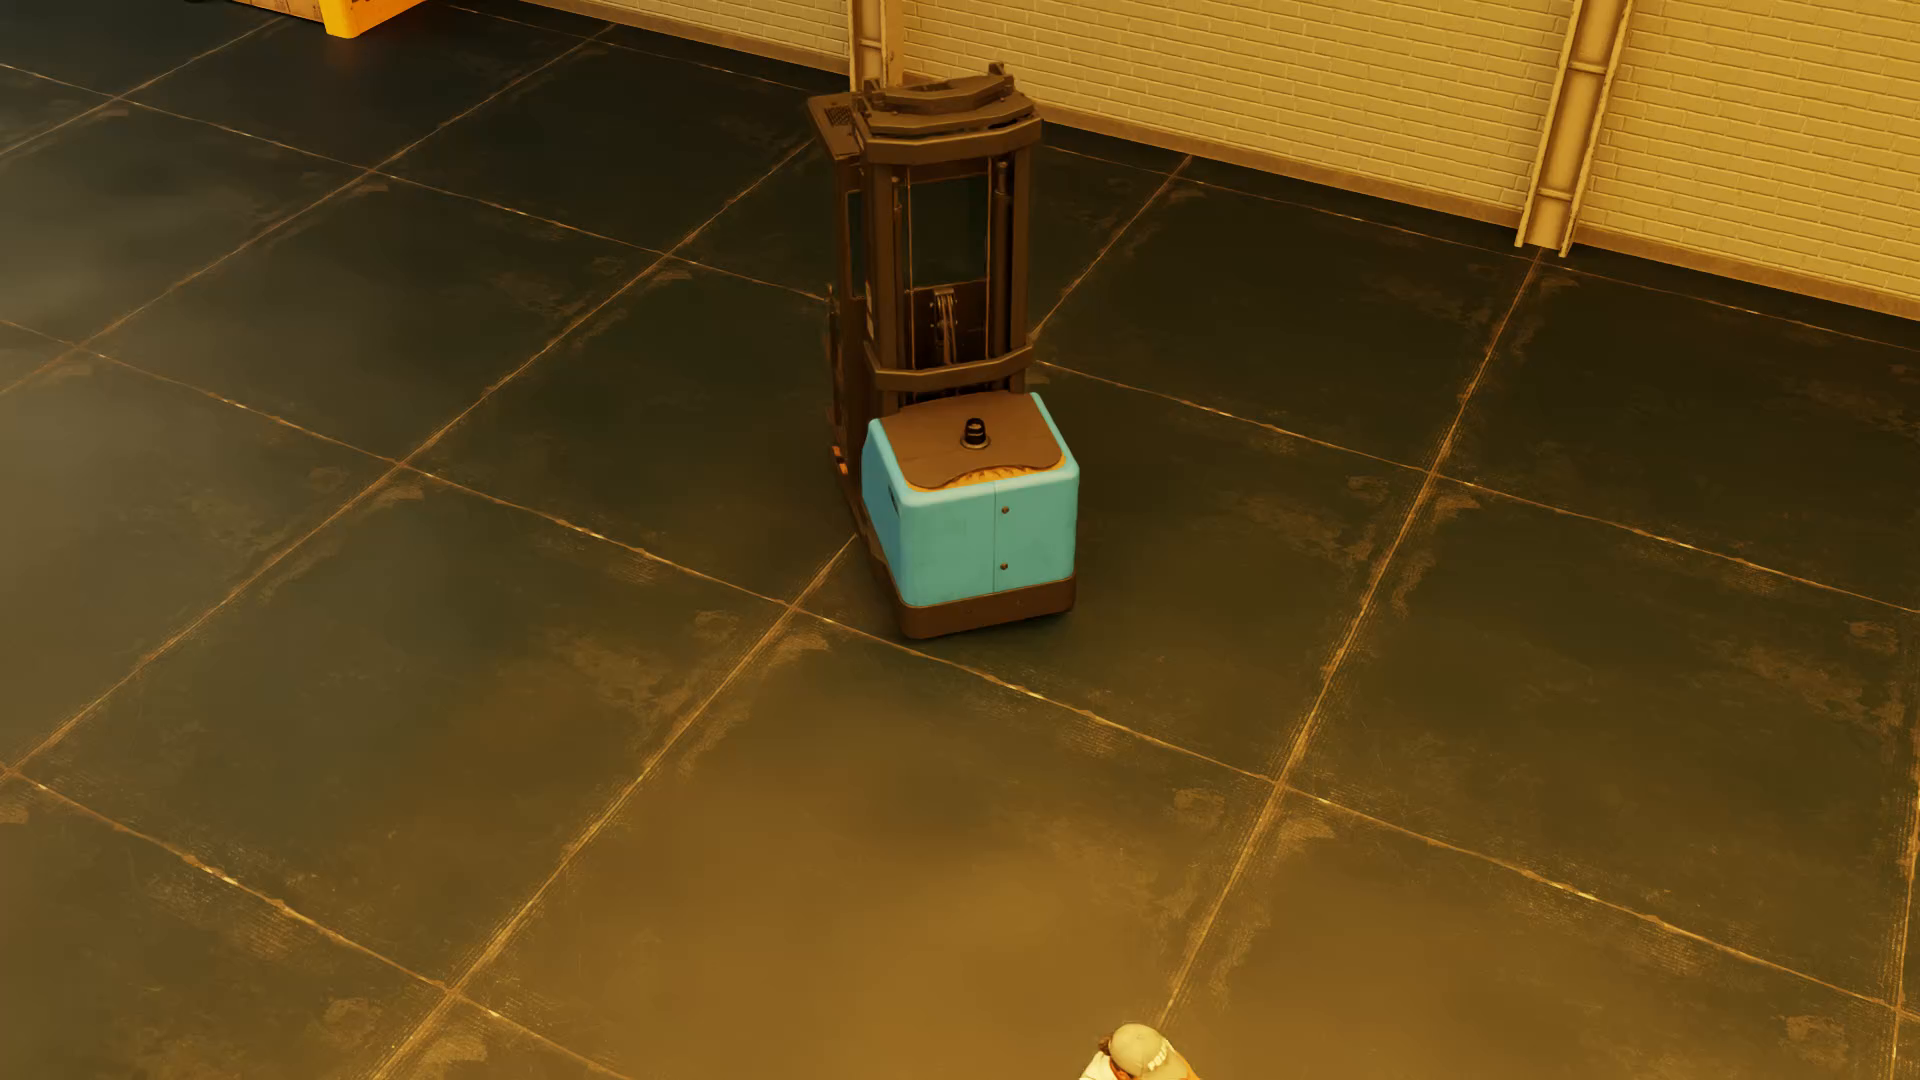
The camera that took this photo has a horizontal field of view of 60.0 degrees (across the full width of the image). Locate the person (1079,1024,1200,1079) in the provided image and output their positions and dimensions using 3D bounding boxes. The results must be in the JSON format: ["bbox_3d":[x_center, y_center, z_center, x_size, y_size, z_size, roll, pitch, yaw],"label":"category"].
[{"bbox_3d":[0.584,2.307,6.251,0.557,1.646,0.720,24,46,26],"label":"person"}]

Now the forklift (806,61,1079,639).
[{"bbox_3d":[-0.228,-1.514,9.785,1.130,2.935,3.031,-11,41,-12],"label":"forklift"}]
